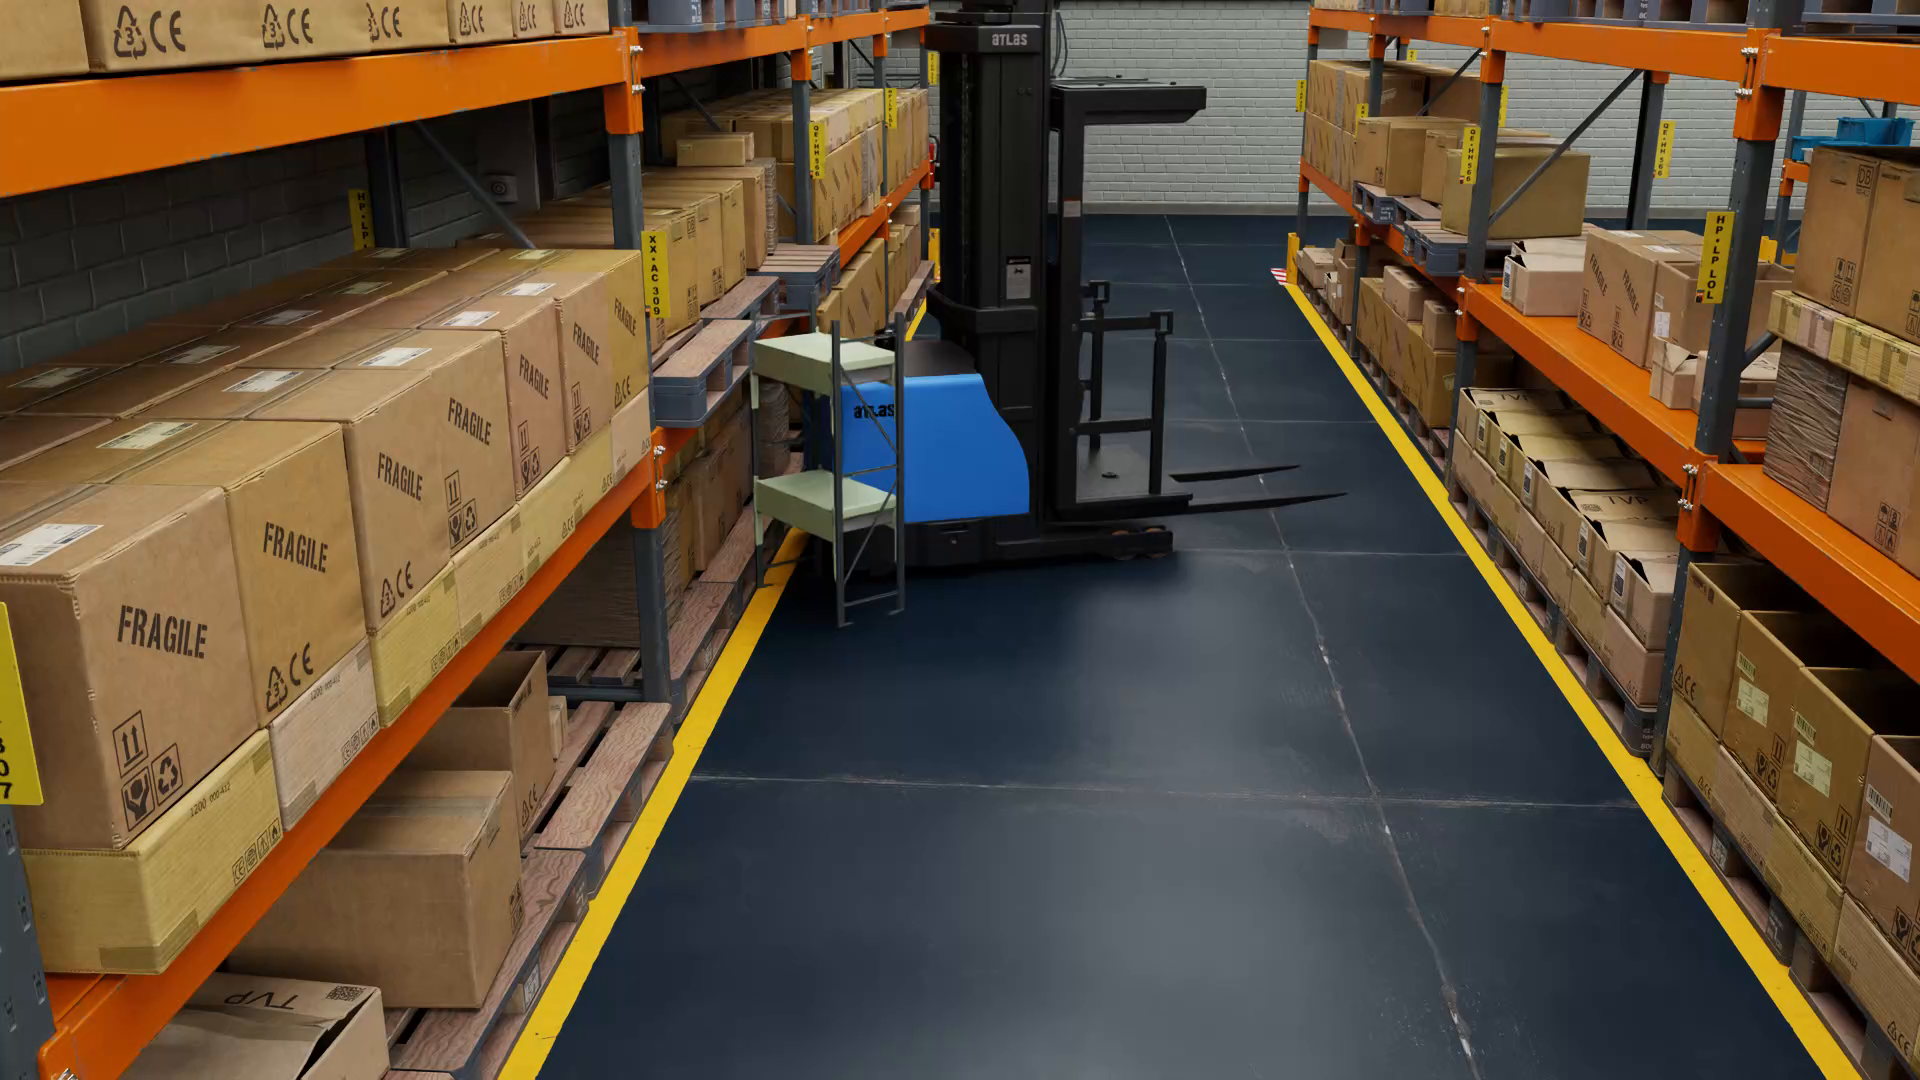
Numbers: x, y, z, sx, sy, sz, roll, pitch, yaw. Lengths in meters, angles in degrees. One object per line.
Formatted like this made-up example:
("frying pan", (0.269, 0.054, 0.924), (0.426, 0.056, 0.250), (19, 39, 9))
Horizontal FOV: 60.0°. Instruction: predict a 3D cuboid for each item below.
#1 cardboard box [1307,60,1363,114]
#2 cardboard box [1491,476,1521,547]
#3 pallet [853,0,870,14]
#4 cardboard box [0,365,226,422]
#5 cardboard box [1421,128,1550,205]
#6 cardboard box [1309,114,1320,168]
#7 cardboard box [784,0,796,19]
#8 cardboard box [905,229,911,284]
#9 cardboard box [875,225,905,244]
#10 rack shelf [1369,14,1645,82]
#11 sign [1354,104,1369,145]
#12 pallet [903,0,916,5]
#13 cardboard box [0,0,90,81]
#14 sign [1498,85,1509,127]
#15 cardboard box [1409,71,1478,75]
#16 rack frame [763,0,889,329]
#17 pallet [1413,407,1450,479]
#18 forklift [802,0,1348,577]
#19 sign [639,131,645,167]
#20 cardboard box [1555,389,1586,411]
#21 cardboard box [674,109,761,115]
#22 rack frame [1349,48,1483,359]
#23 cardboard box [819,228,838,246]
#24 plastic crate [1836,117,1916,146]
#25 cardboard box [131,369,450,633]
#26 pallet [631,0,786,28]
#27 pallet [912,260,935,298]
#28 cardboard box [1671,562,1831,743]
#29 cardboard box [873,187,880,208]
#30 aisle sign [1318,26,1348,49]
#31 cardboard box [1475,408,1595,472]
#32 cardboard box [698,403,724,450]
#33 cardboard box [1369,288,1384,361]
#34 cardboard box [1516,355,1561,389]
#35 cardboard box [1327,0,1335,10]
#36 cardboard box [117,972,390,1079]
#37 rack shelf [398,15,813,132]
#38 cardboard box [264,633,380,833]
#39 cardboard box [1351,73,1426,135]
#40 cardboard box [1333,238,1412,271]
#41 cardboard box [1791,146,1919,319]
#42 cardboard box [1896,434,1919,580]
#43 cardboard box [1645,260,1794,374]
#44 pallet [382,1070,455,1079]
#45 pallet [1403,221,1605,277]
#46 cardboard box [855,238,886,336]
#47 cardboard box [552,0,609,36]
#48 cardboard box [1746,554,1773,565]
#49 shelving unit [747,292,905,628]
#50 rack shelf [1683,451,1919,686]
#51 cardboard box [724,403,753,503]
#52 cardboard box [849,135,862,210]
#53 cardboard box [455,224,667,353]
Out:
("cardboard box", (3.815, -4.607, 16.898), (0.500, 0.500, 0.500), (2, 18, 6))
("cardboard box", (3.139, -0.150, 8.806), (0.500, 0.250, 0.500), (1, 18, 2))
("pallet", (-1.135, -4.132, 12.705), (0.805, 0.209, 1.217), (1, 18, 2))
("cardboard box", (-2.078, -0.119, 3.972), (0.500, 0.500, 0.500), (1, 18, 2))
("cardboard box", (3.758, -2.671, 11.921), (0.700, 0.500, 0.500), (-3, 18, -10))
("cardboard box", (3.783, -3.971, 16.564), (0.500, 0.500, 0.500), (1, 18, 3))
("cardboard box", (-1.187, -3.004, 9.066), (0.500, 0.311, 0.500), (1, 18, 4))
("cardboard box", (-0.853, -2.806, 16.508), (0.700, 0.500, 0.500), (1, 18, 2))
("cardboard box", (-0.719, -2.897, 15.746), (0.380, 0.149, 0.250), (1, 18, 2))
("rack shelf", (3.679, -3.436, 11.430), (1.077, 0.370, 4.000), (1, 18, 4))
("sign", (3.281, -3.395, 13.575), (0.100, 0.325, 0.005), (1, 18, 4))
("pallet", (-0.959, -5.098, 15.489), (1.003, 0.211, 1.213), (1, 18, 4))
("cardboard box", (-1.705, -0.937, 2.455), (0.500, 0.500, 0.500), (2, 18, 5))
("sign", (4.377, -3.512, 13.466), (0.100, 0.325, 0.005), (1, 18, 4))
("cardboard box", (4.174, -3.797, 14.426), (0.500, 0.500, 0.500), (1, 18, 2))
("rack frame", (-1.118, -3.083, 14.015), (1.000, 3.000, 0.127), (1, 18, 4))
("pallet", (3.627, -0.637, 11.029), (1.003, 0.211, 1.213), (1, 18, 4))
("forklift", (0.676, -1.430, 9.081), (3.031, 2.935, 1.130), (-5, 19, -14))
("sign", (-1.959, -2.402, 10.078), (0.100, 0.325, 0.005), (1, 18, 4))
("cardboard box", (3.744, -0.722, 9.651), (0.500, 0.311, 0.500), (2, 18, 5))
("cardboard box", (-1.591, -2.703, 10.980), (0.500, 0.250, 0.500), (1, 18, 2))
("rack frame", (3.823, -2.974, 13.681), (1.000, 3.000, 0.127), (1, 18, 4))
("cardboard box", (-1.020, -1.987, 11.040), (0.380, 0.149, 0.250), (2, 18, 6))
("plastic crate", (9.212, -4.041, 16.786), (0.616, 0.435, 0.499), (1, 18, 4))
("cardboard box", (-1.556, -0.106, 3.933), (0.500, 0.500, 0.500), (1, 18, 2))
("pallet", (-1.470, -2.446, 7.555), (1.213, 0.211, 1.003), (1, 18, 4))
("pallet", (-0.811, -2.750, 17.477), (1.003, 0.211, 1.213), (1, 18, 4))
("cardboard box", (2.904, 0.399, 5.926), (0.500, 0.500, 0.500), (1, 18, 4))
("cardboard box", (-0.855, -2.783, 13.470), (0.380, 0.149, 0.250), (2, 18, 5))
("aisle sign", (3.822, -5.479, 17.152), (0.394, 0.787, 0.004), (1, 18, 4))
("cardboard box", (3.176, -0.571, 9.190), (0.500, 0.311, 0.500), (1, 18, 3))
("cardboard box", (-1.540, -0.658, 8.717), (0.500, 0.250, 0.500), (1, 18, 4))
("cardboard box", (3.518, -1.684, 13.053), (0.500, 0.500, 0.500), (2, 18, 5))
("cardboard box", (3.854, -0.887, 10.622), (0.500, 0.500, 0.500), (2, 18, 6))
("cardboard box", (3.736, -5.106, 15.612), (0.500, 0.250, 0.500), (1, 18, 4))
("cardboard box", (-1.798, 1.323, 4.181), (0.500, 0.311, 0.500), (3, 18, 8))
("rack shelf", (-1.548, -2.303, 7.972), (1.077, 0.370, 4.000), (1, 18, 4))
("cardboard box", (-1.604, 0.400, 3.595), (0.500, 0.250, 0.500), (1, 18, 2))
("cardboard box", (3.601, -3.659, 14.006), (0.500, 0.500, 0.500), (1, 18, 4))
("cardboard box", (3.952, -2.580, 15.782), (0.797, 0.503, 0.637), (1, 18, 4))
("cardboard box", (3.224, -1.015, 5.459), (0.700, 0.500, 0.500), (1, 18, 4))
("cardboard box", (3.153, -0.079, 4.686), (0.700, 0.500, 0.500), (2, 18, 5))
("cardboard box", (3.358, -0.938, 7.308), (0.500, 0.500, 0.500), (3, 18, 8))
("pallet", (-1.880, 1.694, 3.914), (1.003, 0.211, 1.213), (1, 18, 4))
("pallet", (3.515, -1.852, 10.566), (1.213, 0.211, 1.003), (1, 18, 4))
("cardboard box", (-1.035, -2.056, 13.659), (0.750, 0.750, 0.750), (1, 18, 5))
("cardboard box", (-1.482, -1.918, 5.448), (0.500, 0.500, 0.500), (2, 18, 5))
("cardboard box", (3.527, 0.229, 6.748), (0.500, 0.311, 0.500), (1, 18, 4))
("shelving unit", (-0.664, -0.414, 8.248), (0.431, 1.500, 0.755), (-13, 22, -37))
("rack shelf", (3.106, 0.474, 4.314), (1.077, 0.370, 4.000), (1, 18, 4))
("cardboard box", (-1.558, -0.480, 9.378), (0.700, 0.500, 0.500), (1, 18, 4))
("cardboard box", (-1.002, -2.663, 12.061), (0.500, 0.500, 0.500), (2, 18, 5))
("cardboard box", (-1.621, -1.012, 6.828), (0.700, 0.500, 0.500), (1, 18, 4))
